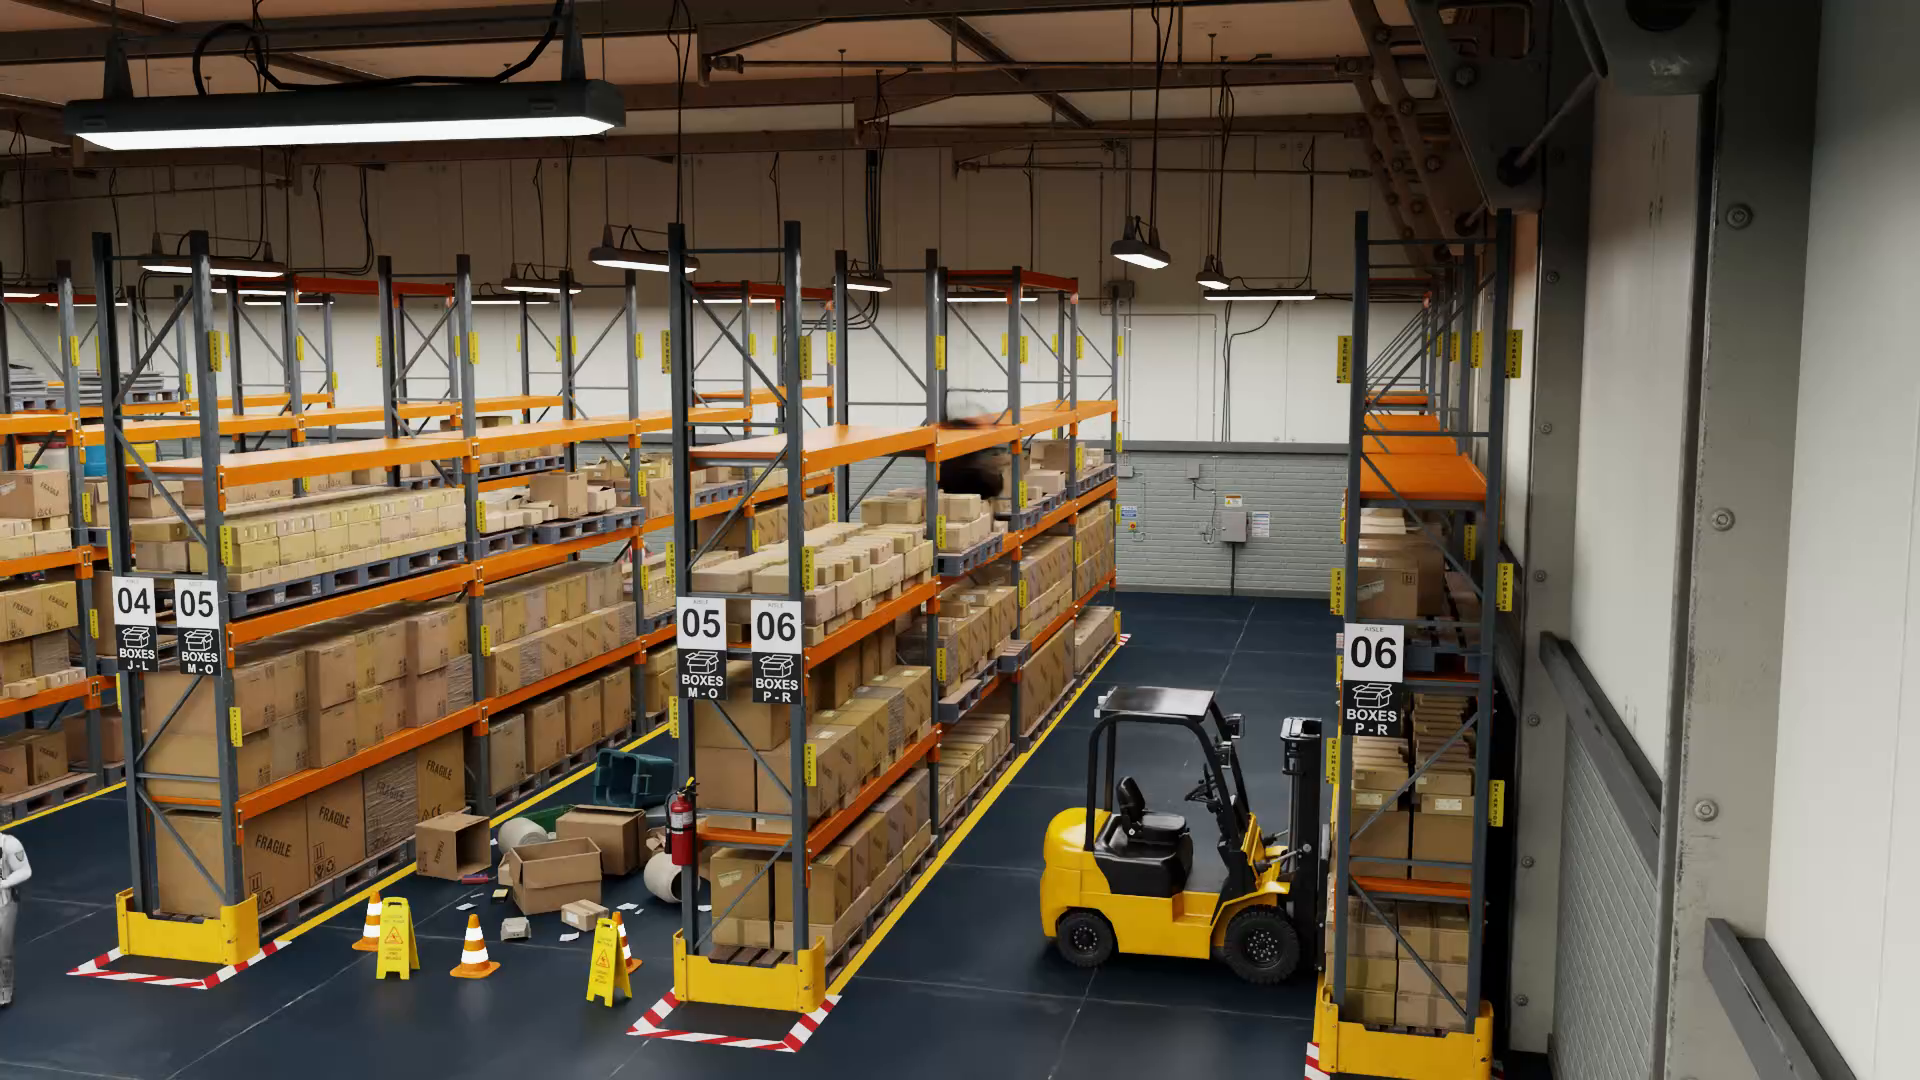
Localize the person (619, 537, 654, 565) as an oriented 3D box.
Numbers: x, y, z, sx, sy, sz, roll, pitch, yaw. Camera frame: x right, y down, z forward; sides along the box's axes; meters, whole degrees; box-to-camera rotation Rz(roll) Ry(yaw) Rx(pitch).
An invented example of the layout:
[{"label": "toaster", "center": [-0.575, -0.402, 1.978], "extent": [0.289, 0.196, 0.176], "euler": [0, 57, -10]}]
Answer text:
[{"label": "person", "center": [-5.802, 0.633, 30.053], "extent": [0.684, 1.750, 0.712], "euler": [-3, 8, -22]}]

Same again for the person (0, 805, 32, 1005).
[{"label": "person", "center": [-7.376, 2.793, 12.647], "extent": [0.591, 1.679, 0.664], "euler": [-2, 7, -19]}]
